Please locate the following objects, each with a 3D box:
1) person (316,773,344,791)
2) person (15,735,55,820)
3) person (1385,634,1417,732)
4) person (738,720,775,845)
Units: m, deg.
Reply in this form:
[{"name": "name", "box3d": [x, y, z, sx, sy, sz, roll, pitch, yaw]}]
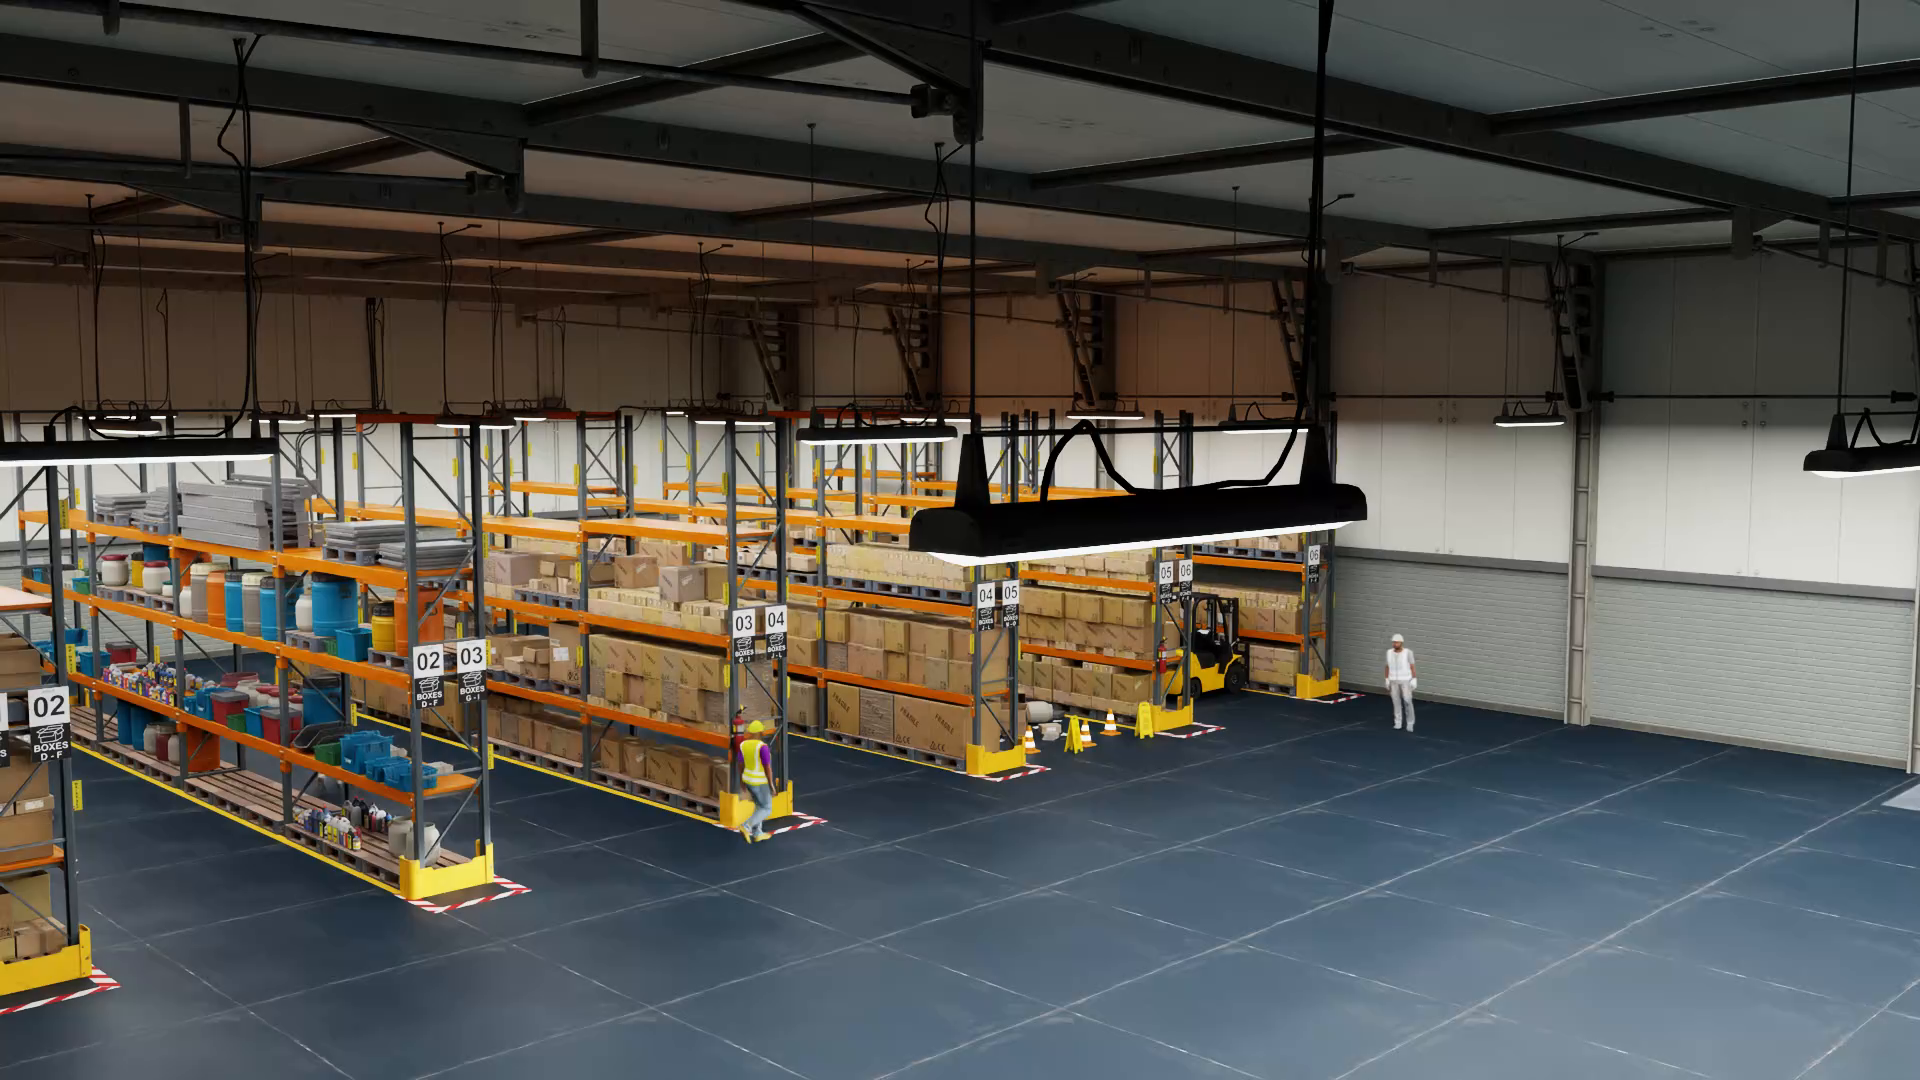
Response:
[{"name": "person", "box3d": [-10.021, 3.185, 26.632, 0.544, 1.674, 0.886, 1, 5, 9]}, {"name": "person", "box3d": [-13.906, 3.314, 24.753, 1.033, 1.720, 0.500, 4, 6, 37]}, {"name": "person", "box3d": [8.370, 2.698, 31.633, 0.634, 1.812, 0.394, 3, 6, 34]}, {"name": "person", "box3d": [-2.894, 3.410, 23.436, 0.620, 1.744, 0.616, -4, 6, -38]}]
